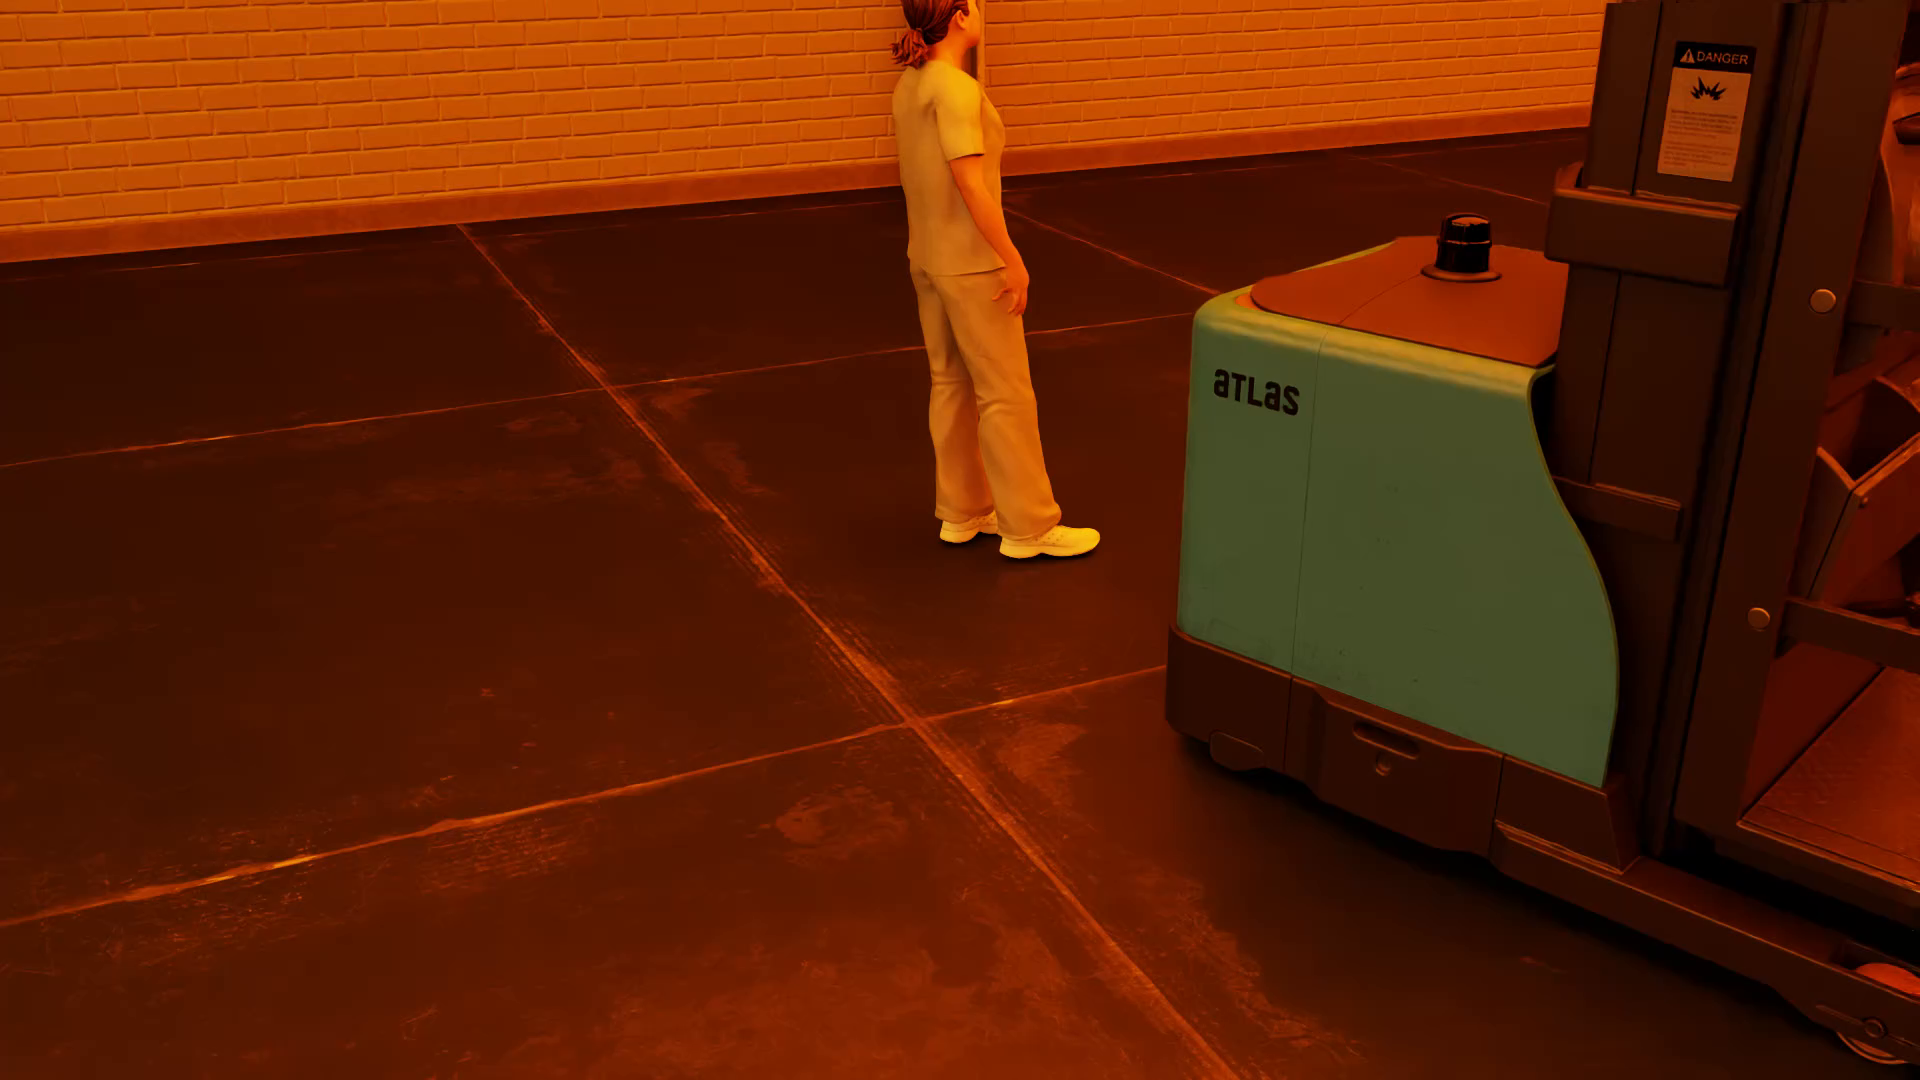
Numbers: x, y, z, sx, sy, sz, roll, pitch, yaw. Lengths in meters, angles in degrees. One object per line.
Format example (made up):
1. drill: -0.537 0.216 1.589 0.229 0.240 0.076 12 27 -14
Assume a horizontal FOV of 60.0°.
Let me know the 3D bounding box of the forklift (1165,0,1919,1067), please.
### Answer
1. forklift: 1.898 -0.615 2.767 3.031 2.935 1.130 20 30 39

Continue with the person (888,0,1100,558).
1. person: 0.073 -0.788 4.800 0.548 1.673 0.549 -10 25 -23
